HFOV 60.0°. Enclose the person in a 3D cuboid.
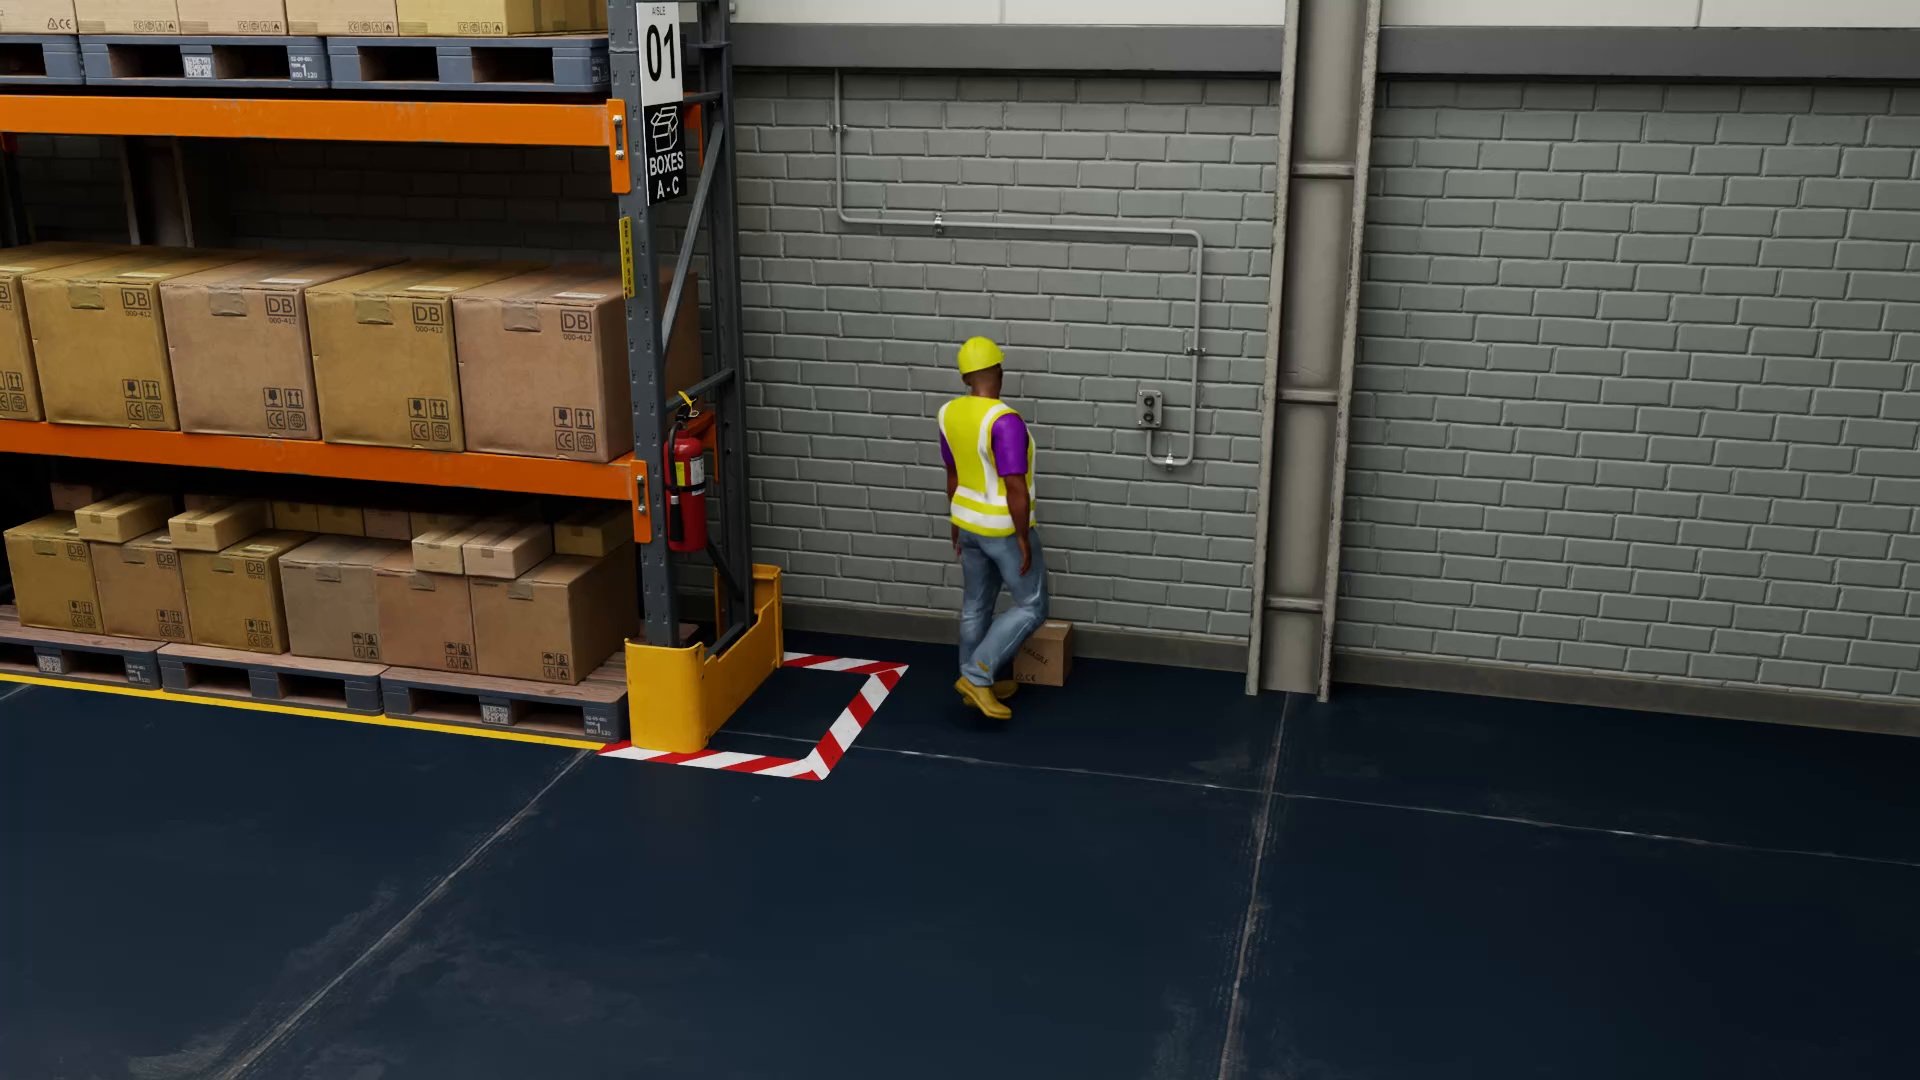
[{"bbox_3d":[0.123,-0.048,7.615,0.469,1.760,0.590,-13,22,-35],"label":"person"}]
